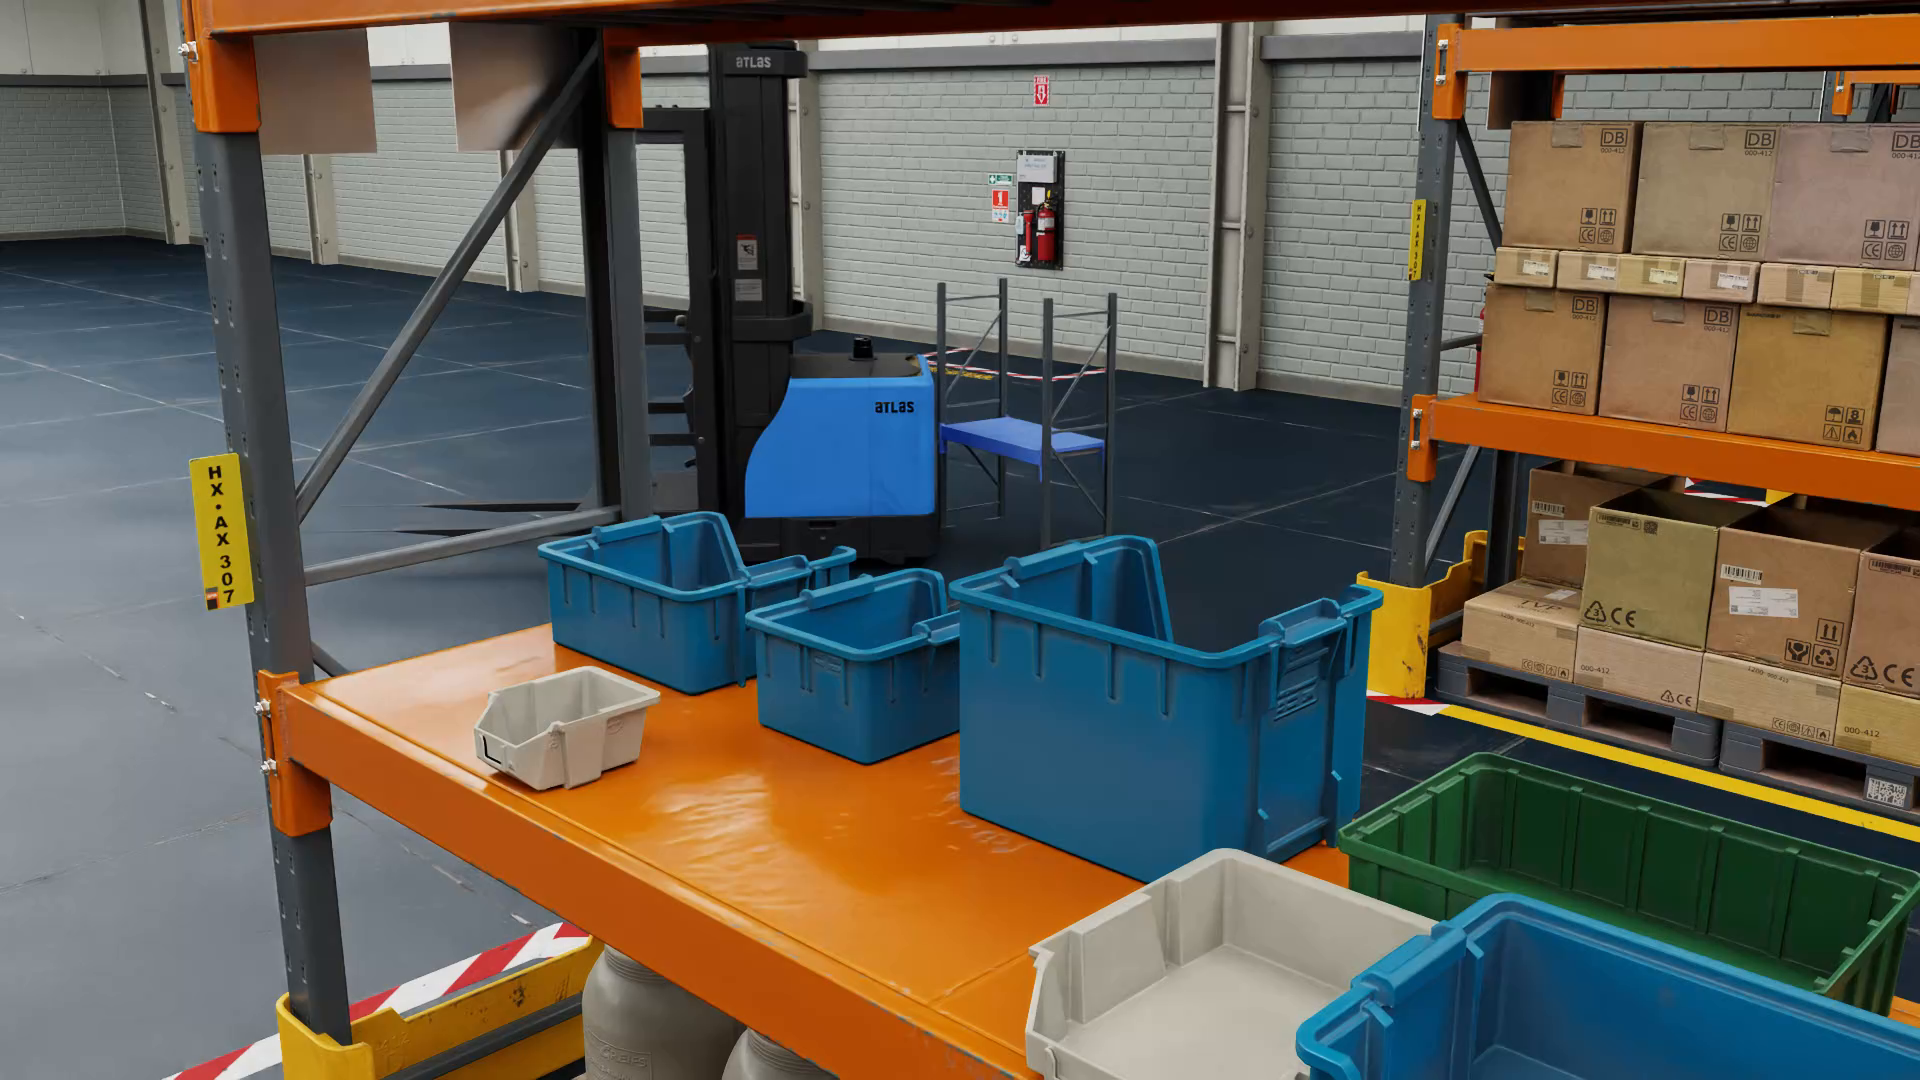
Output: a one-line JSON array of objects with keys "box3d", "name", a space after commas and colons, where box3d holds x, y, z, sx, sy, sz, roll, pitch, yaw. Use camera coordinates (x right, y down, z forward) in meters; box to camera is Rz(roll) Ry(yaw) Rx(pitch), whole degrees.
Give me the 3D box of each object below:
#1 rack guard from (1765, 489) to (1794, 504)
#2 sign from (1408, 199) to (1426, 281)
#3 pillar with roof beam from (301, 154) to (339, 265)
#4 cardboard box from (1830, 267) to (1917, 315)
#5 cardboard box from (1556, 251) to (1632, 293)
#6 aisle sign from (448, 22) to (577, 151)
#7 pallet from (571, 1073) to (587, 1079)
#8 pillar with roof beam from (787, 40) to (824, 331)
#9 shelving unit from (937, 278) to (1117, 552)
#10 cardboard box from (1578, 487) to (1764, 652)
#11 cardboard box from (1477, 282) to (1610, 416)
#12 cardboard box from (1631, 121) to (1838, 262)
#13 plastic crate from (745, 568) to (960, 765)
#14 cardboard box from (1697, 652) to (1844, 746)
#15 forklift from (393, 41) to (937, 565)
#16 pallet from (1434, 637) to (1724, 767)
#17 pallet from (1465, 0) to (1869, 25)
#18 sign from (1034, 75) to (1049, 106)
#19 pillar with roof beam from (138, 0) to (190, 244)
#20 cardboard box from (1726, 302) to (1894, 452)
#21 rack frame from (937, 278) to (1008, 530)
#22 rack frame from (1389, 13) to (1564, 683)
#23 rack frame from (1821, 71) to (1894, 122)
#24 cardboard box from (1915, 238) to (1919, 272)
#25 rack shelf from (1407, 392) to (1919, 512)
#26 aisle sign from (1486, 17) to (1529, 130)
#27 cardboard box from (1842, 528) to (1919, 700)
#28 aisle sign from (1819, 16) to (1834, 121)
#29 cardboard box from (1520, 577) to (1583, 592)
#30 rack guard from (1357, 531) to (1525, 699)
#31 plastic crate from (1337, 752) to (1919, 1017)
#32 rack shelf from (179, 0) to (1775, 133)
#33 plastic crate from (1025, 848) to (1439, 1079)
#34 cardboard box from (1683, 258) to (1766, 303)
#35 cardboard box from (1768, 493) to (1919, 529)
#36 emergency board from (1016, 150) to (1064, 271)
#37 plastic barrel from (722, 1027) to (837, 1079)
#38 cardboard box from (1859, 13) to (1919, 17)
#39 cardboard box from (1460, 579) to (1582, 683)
[{"box3d": [5.764, -0.557, 11.079, 0.348, 0.500, 1.175, 14, 20, 42], "name": "rack guard"}, {"box3d": [1.885, -1.238, 6.860, 0.005, 0.325, 0.100, 14, 20, 42], "name": "sign"}, {"box3d": [-13.451, -8.137, 23.312, 0.400, 9.000, 9.100, 14, 20, 42], "name": "pillar with roof beam"}, {"box3d": [3.336, -0.910, 5.990, 0.250, 0.149, 0.380, 13, 20, 41], "name": "cardboard box"}, {"box3d": [2.599, -1.089, 6.678, 0.250, 0.149, 0.380, 13, 19, 41], "name": "cardboard box"}, {"box3d": [-1.012, -1.306, 3.841, 0.004, 0.787, 0.394, 14, 20, 42], "name": "aisle sign"}, {"box3d": [-0.498, 1.515, 3.697, 1.213, 0.211, 1.003, 14, 20, 42], "name": "pallet"}, {"box3d": [-4.813, -6.036, 15.252, 0.400, 9.000, 9.100, 14, 20, 42], "name": "pillar with roof beam"}, {"box3d": [0.371, -0.723, 9.733, 0.538, 1.500, 1.048, -10, 18, -34], "name": "shelving unit"}, {"box3d": [2.867, 0.106, 6.711, 0.500, 0.500, 0.500, 14, 20, 42], "name": "cardboard box"}, {"box3d": [2.601, -0.845, 7.026, 0.500, 0.500, 0.700, 14, 20, 42], "name": "cardboard box"}, {"box3d": [3.022, -1.372, 6.478, 0.500, 0.500, 0.700, 13, 19, 41], "name": "cardboard box"}, {"box3d": [-0.135, 0.238, 3.364, 0.408, 0.251, 0.499, 14, 20, 42], "name": "plastic crate"}, {"box3d": [3.228, 0.556, 6.471, 0.500, 0.250, 0.500, 14, 20, 42], "name": "cardboard box"}, {"box3d": [-1.668, -1.363, 9.349, 3.031, 2.935, 1.130, -1, 15, -3], "name": "forklift"}, {"box3d": [2.854, 0.595, 7.228, 1.213, 0.211, 1.003, 14, 20, 42], "name": "pallet"}, {"box3d": [2.765, -2.161, 6.501, 1.213, 0.211, 1.003, 14, 20, 42], "name": "pallet"}, {"box3d": [0.806, -4.445, 16.446, 0.199, 0.298, 0.001, 14, 20, 42], "name": "sign"}, {"box3d": [-17.770, -9.187, 27.342, 0.400, 9.000, 9.100, 14, 20, 42], "name": "pillar with roof beam"}, {"box3d": [3.336, -0.666, 6.339, 0.500, 0.500, 0.700, 14, 20, 43], "name": "cardboard box"}, {"box3d": [0.077, -0.828, 10.134, 0.500, 1.500, 0.032, -10, 18, -34], "name": "rack frame"}, {"box3d": [2.274, -0.880, 7.361, 0.127, 3.000, 1.000, 14, 20, 42], "name": "rack frame"}, {"box3d": [5.710, -1.780, 10.815, 0.127, 3.000, 1.000, 14, 20, 42], "name": "rack frame"}, {"box3d": [3.746, -1.196, 5.803, 0.500, 0.500, 0.700, 14, 20, 42], "name": "cardboard box"}, {"box3d": [3.714, -0.182, 6.109, 4.000, 0.370, 1.077, 14, 20, 42], "name": "rack shelf"}, {"box3d": [2.431, -2.203, 7.282, 0.004, 0.787, 0.394, 14, 20, 42], "name": "aisle sign"}, {"box3d": [3.584, 0.281, 6.036, 0.500, 0.500, 0.500, 14, 20, 42], "name": "cardboard box"}, {"box3d": [5.450, -2.996, 10.326, 0.004, 0.787, 0.394, 14, 20, 42], "name": "aisle sign"}, {"box3d": [2.865, 0.287, 7.501, 0.500, 0.250, 0.500, 14, 20, 42], "name": "cardboard box"}, {"box3d": [2.257, 0.325, 7.693, 0.348, 0.500, 1.175, 14, 20, 42], "name": "rack guard"}, {"box3d": [0.931, 0.532, 2.362, 0.662, 0.188, 0.450, 14, 20, 42], "name": "plastic crate"}, {"box3d": [0.273, -0.735, 2.282, 4.000, 0.370, 1.077, 14, 20, 42], "name": "rack shelf"}, {"box3d": [0.368, 0.608, 2.174, 0.437, 0.136, 0.530, 14, 20, 42], "name": "plastic crate"}, {"box3d": [2.958, -1.001, 6.338, 0.250, 0.149, 0.380, 13, 20, 41], "name": "cardboard box"}, {"box3d": [3.597, 0.096, 6.746, 0.500, 0.500, 0.500, 14, 20, 42], "name": "cardboard box"}, {"box3d": [0.742, -3.304, 16.664, 0.643, 1.169, 0.194, 14, 20, 42], "name": "emergency board"}, {"box3d": [-0.279, 1.208, 3.449, 0.421, 0.512, 0.421, 0, 15, 0], "name": "plastic barrel"}, {"box3d": [5.777, -3.186, 10.023, 0.500, 0.500, 0.500, -14, 20, -43], "name": "cardboard box"}, {"box3d": [2.506, 0.381, 7.140, 0.500, 0.250, 0.500, 14, 20, 42], "name": "cardboard box"}]
